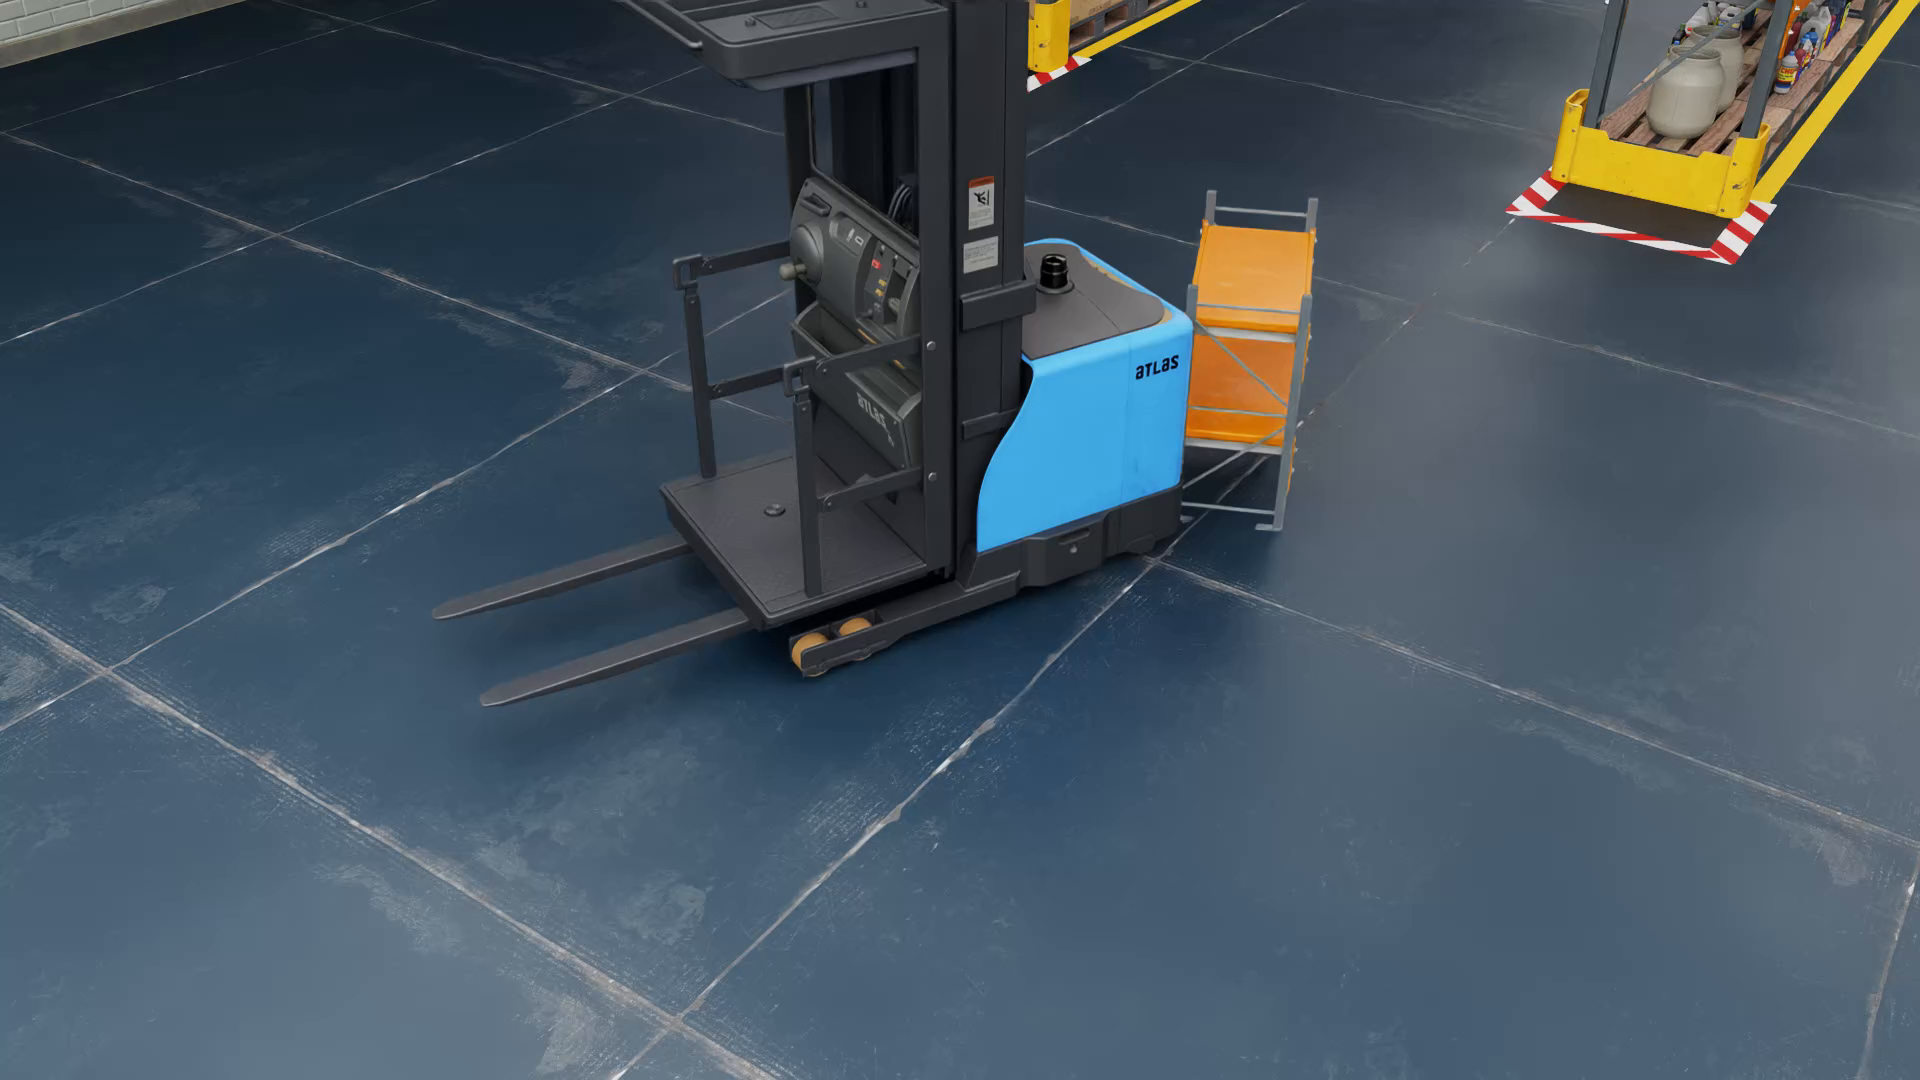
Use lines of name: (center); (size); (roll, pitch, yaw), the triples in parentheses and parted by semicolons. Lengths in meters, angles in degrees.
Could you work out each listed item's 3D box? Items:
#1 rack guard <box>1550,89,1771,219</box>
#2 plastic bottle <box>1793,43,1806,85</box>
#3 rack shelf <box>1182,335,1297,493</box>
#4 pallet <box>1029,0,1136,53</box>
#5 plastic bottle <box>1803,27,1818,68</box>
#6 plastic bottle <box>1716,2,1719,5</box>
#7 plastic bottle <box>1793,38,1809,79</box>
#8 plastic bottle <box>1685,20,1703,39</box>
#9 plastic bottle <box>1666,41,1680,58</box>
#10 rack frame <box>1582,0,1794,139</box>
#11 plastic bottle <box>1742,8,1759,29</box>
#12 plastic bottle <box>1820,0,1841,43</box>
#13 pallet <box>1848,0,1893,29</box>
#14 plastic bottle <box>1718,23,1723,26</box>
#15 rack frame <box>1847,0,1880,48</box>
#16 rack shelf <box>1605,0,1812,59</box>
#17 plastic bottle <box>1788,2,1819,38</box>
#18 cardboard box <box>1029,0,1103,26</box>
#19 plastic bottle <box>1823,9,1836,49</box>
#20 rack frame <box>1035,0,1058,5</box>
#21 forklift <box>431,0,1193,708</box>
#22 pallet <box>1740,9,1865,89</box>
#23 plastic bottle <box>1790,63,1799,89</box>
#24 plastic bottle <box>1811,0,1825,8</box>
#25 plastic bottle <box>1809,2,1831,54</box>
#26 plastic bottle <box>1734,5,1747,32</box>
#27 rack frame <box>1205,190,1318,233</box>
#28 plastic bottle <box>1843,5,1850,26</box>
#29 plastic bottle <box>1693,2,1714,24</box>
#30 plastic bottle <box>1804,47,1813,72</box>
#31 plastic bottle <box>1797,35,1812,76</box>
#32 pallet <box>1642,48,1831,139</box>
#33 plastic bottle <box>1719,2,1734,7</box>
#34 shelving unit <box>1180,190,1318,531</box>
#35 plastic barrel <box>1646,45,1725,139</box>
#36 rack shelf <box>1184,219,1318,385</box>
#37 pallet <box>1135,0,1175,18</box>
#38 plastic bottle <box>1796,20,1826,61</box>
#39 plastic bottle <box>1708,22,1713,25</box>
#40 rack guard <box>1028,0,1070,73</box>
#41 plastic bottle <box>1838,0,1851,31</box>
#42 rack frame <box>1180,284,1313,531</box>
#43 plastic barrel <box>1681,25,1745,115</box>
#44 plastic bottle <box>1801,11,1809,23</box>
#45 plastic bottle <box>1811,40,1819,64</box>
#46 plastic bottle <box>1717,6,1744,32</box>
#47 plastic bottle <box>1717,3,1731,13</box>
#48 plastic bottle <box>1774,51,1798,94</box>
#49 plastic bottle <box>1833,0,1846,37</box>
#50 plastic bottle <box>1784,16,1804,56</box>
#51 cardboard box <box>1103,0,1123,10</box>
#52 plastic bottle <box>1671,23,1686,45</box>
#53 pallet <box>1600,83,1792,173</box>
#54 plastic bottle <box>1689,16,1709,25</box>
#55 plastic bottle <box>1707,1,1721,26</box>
rack guard: (4.352, -2.421, 10.383); (1.175, 0.500, 0.348); (21, 39, 28)
plastic bottle: (5.781, -3.297, 11.479); (0.061, 0.283, 0.133); (22, 40, 29)
rack shelf: (1.274, -0.618, 7.596); (0.538, 0.278, 1.000); (6, 35, 9)
pallet: (0.682, -4.200, 13.273); (1.003, 0.211, 1.213); (21, 39, 28)
plastic bottle: (6.005, -3.490, 11.776); (0.097, 0.271, 0.097); (0, 34, 0)
plastic bottle: (5.591, -3.916, 12.395); (0.061, 0.283, 0.133); (23, 40, 30)
plastic bottle: (5.833, -3.351, 11.570); (0.097, 0.271, 0.097); (0, 34, 0)
plastic bottle: (5.201, -3.553, 11.864); (0.152, 0.276, 0.135); (22, 40, 29)
plastic bottle: (5.034, -3.415, 11.727); (0.097, 0.201, 0.097); (0, 34, 0)
rack frame: (4.347, -3.406, 9.609); (1.000, 3.000, 0.127); (21, 39, 28)
plastic bottle: (5.945, -4.047, 12.529); (0.144, 0.351, 0.185); (21, 39, 28)
plastic bottle: (6.388, -3.855, 12.245); (0.144, 0.351, 0.185); (19, 39, 26)
pallet: (7.044, -4.466, 13.665); (1.003, 0.211, 1.213); (21, 39, 28)
plastic bottle: (5.495, -3.645, 12.067); (0.097, 0.201, 0.097); (0, 34, 0)
rack frame: (6.628, -5.247, 12.331); (1.000, 3.000, 0.127); (21, 39, 28)
rack shelf: (5.488, -4.029, 11.172); (1.077, 0.370, 4.000); (21, 39, 28)
plastic bottle: (6.252, -3.860, 12.319); (0.152, 0.276, 0.135); (21, 39, 28)
cardboard box: (0.769, -4.201, 12.864); (0.500, 0.250, 0.500); (21, 39, 28)
plastic bottle: (6.330, -3.739, 12.134); (0.061, 0.283, 0.133); (24, 41, 31)
rack frame: (0.280, -4.990, 11.951); (1.000, 3.000, 0.127); (21, 39, 28)
forklift: (-0.578, -1.023, 6.146); (3.031, 2.935, 1.130); (-18, 38, -25)
pallet: (6.211, -3.796, 12.675); (1.003, 0.211, 1.213); (21, 39, 28)
plastic bottle: (5.696, -3.212, 11.427); (0.097, 0.201, 0.097); (0, 34, 0)
plastic bottle: (6.379, -3.990, 12.444); (0.144, 0.351, 0.185); (21, 39, 28)
plastic bottle: (6.204, -3.707, 12.025); (0.144, 0.351, 0.185); (21, 39, 28)
plastic bottle: (5.843, -3.955, 12.463); (0.097, 0.271, 0.097); (0, 34, 0)
rack frame: (1.374, -1.100, 7.872); (0.500, 1.125, 0.032); (6, 35, 9)
plastic bottle: (6.677, -4.004, 12.598); (0.097, 0.201, 0.097); (0, 34, 0)
plastic bottle: (5.371, -3.725, 12.053); (0.144, 0.351, 0.185); (23, 40, 30)
plastic bottle: (5.946, -3.414, 11.725); (0.097, 0.201, 0.097); (0, 34, 0)
plastic bottle: (5.890, -3.397, 11.638); (0.097, 0.271, 0.097); (0, 34, 0)
pallet: (5.516, -3.232, 11.841); (1.003, 0.211, 1.213); (21, 39, 28)
plastic bottle: (5.719, -4.006, 12.468); (0.144, 0.351, 0.185); (20, 39, 26)
shelving unit: (1.274, -0.821, 7.459); (0.538, 1.125, 1.048); (6, 35, 9)
plastic barrel: (4.660, -2.877, 10.673); (0.421, 0.512, 0.421); (0, 34, 0)
rack shelf: (1.274, -1.063, 7.295); (0.538, 0.278, 1.000); (6, 35, 9)
pallet: (1.378, -4.760, 14.100); (1.003, 0.211, 1.213); (21, 39, 28)
plastic bottle: (6.108, -3.602, 11.938); (0.152, 0.276, 0.135); (22, 40, 29)
plastic bottle: (5.288, -3.522, 11.813); (0.061, 0.283, 0.133); (21, 39, 28)
rack guard: (0.267, -3.944, 12.635); (1.175, 0.500, 0.348); (21, 39, 28)
plastic bottle: (6.625, -3.977, 12.486); (0.061, 0.283, 0.133); (23, 41, 30)
rack frame: (1.174, -0.541, 7.046); (0.500, 1.125, 0.032); (6, 35, 9)
plastic barrel: (4.946, -3.108, 11.014); (0.421, 0.512, 0.421); (0, 34, 0)
plastic bottle: (6.105, -3.700, 12.075); (0.061, 0.283, 0.133); (21, 39, 28)
plastic bottle: (6.063, -3.508, 11.865); (0.097, 0.201, 0.097); (0, 34, 0)
plastic bottle: (5.613, -3.744, 12.147); (0.152, 0.276, 0.135); (21, 39, 28)
plastic bottle: (5.666, -3.894, 12.373); (0.097, 0.271, 0.097); (0, 34, 0)
plastic bottle: (5.637, -3.193, 11.337); (0.097, 0.271, 0.097); (0, 34, 0)
plastic bottle: (6.498, -3.944, 12.376); (0.144, 0.351, 0.185); (20, 39, 27)
plastic bottle: (6.020, -3.639, 11.985); (0.061, 0.283, 0.133); (21, 39, 28)
cardboard box: (1.051, -4.432, 13.206); (0.500, 0.250, 0.500); (21, 39, 28)
plastic bottle: (5.086, -3.508, 11.792); (0.061, 0.283, 0.133); (22, 40, 29)
pallet: (4.820, -2.673, 11.015); (1.003, 0.211, 1.213); (21, 39, 28)
plastic bottle: (5.280, -3.617, 11.959); (0.152, 0.276, 0.135); (20, 39, 27)
plastic bottle: (5.477, -3.811, 12.179); (0.144, 0.351, 0.185); (21, 39, 28)
